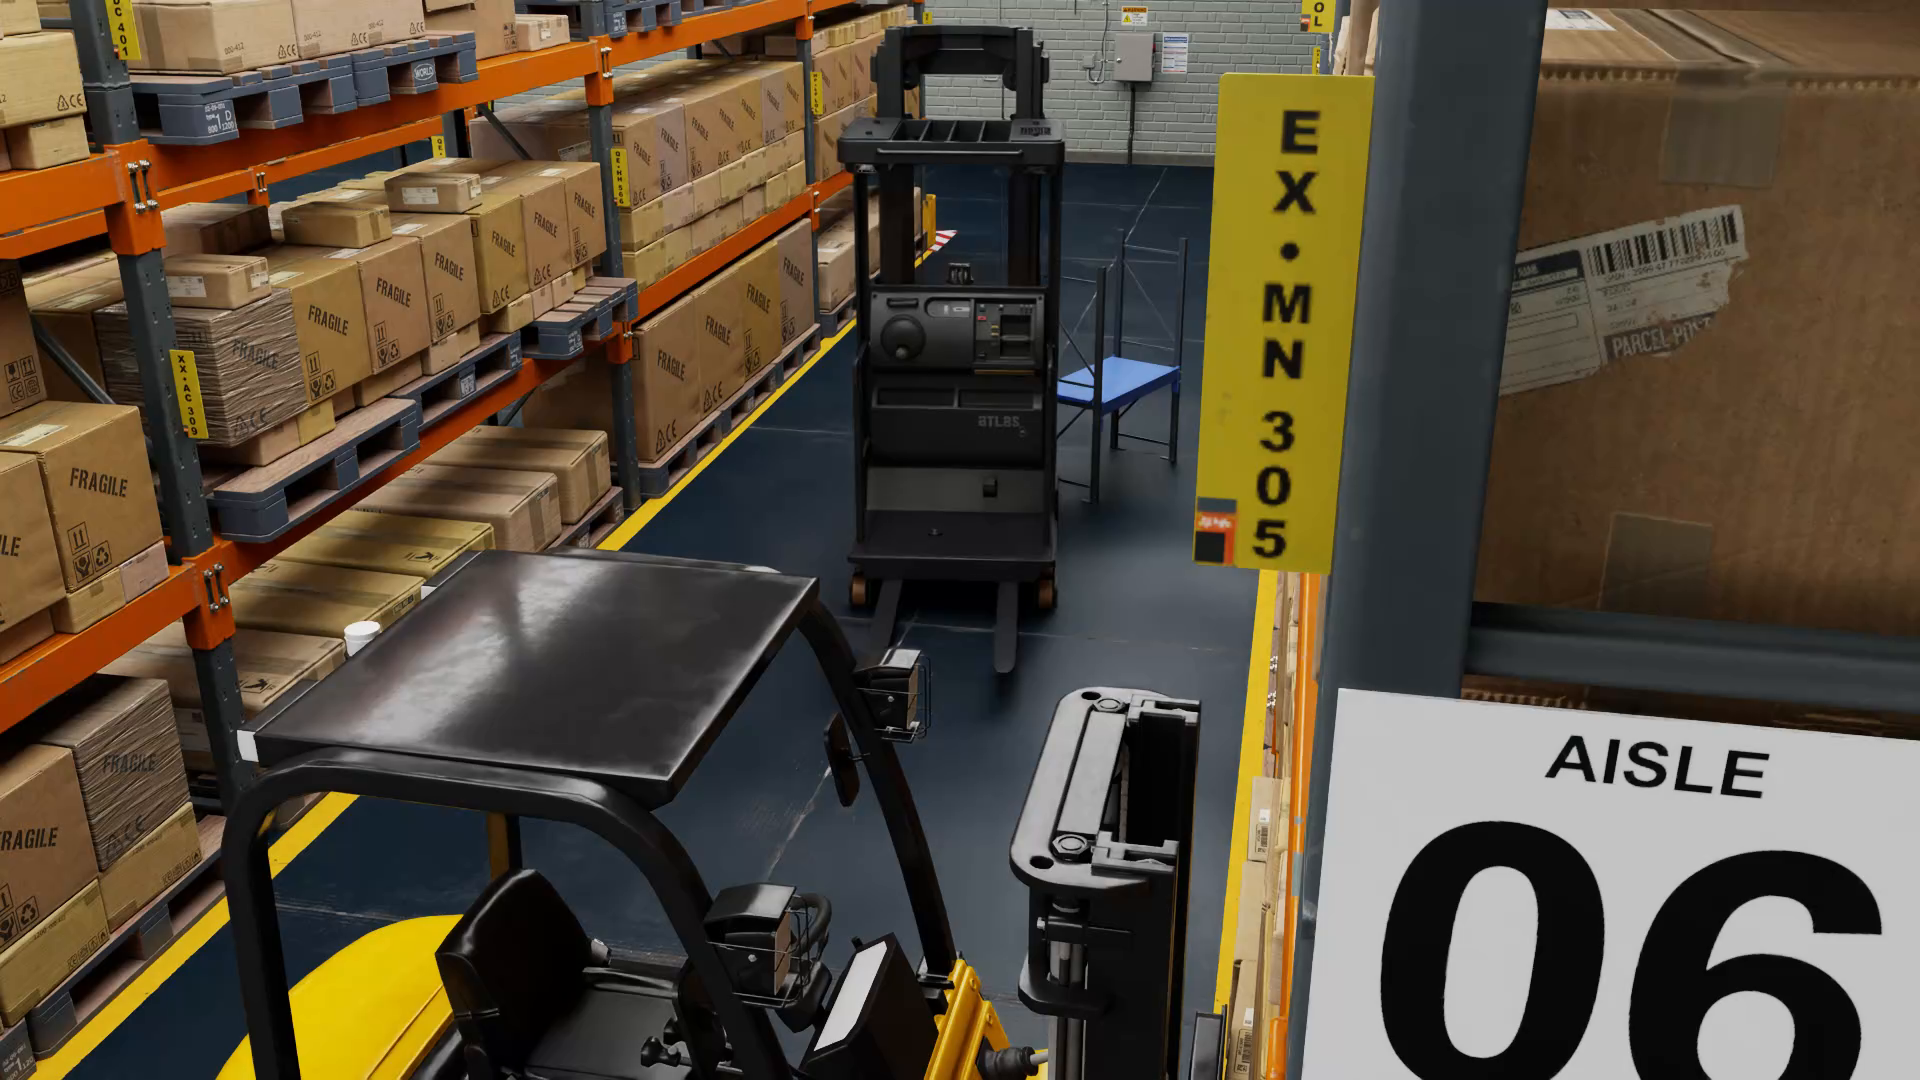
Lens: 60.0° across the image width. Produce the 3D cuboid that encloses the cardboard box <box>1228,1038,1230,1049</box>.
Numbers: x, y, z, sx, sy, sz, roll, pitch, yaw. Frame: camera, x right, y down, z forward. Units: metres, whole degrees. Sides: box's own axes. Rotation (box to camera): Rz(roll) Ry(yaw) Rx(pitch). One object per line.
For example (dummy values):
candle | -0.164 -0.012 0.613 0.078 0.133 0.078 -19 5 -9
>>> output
cardboard box | 0.937 1.587 4.348 0.500 0.250 0.500 4 22 10

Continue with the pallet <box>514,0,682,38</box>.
pallet | -2.411 -3.166 9.937 1.213 0.211 1.003 6 23 13

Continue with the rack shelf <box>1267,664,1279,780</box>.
rack shelf | 1.145 1.283 3.617 1.077 0.370 4.000 4 22 11

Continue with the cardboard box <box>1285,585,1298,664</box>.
cardboard box | 1.030 0.243 4.232 0.380 0.149 0.250 5 22 12

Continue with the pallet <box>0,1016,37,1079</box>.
pallet | -3.656 1.830 5.028 1.003 0.211 1.213 4 22 11

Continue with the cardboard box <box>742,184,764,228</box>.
cardboard box | -1.746 -2.463 12.155 0.500 0.250 0.500 4 22 9

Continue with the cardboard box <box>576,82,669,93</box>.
cardboard box | -2.327 -2.896 11.556 0.500 0.500 0.500 4 22 10

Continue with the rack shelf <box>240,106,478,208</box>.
rack shelf | -6.133 -3.824 16.295 1.077 0.370 4.000 4 22 11

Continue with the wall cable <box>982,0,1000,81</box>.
wall cable | 0.269 -7.098 22.061 0.585 1.953 0.123 4 22 11

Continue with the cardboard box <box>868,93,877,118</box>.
cardboard box | -1.003 -3.837 15.232 0.500 0.500 0.500 5 22 13

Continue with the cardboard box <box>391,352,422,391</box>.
cardboard box | -2.697 -0.797 7.592 0.380 0.149 0.250 5 22 11

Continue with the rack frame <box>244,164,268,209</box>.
rack frame | -6.541 -3.426 14.345 1.000 3.000 0.127 4 22 11

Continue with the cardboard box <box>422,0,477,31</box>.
cardboard box | -2.774 -2.502 7.897 0.797 0.503 0.637 4 22 11

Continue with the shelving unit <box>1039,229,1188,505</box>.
shelving unit | 0.949 -1.129 10.649 0.538 1.500 1.048 15 26 33

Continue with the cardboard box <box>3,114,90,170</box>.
cardboard box | -3.073 -1.296 5.377 0.380 0.149 0.250 5 22 11

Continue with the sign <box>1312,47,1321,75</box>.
sign | 3.470 -4.614 16.136 0.100 0.325 0.005 4 22 11

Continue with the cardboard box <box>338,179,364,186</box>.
cardboard box | -6.280 -3.679 17.431 0.380 0.149 0.250 4 22 11

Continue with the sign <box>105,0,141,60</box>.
sign | -2.774 -1.752 5.482 0.100 0.325 0.005 4 22 11

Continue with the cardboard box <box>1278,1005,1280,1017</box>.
cardboard box | 0.739 0.808 2.830 0.380 0.149 0.250 4 22 9

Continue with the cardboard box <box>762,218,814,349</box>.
cardboard box | -1.723 -2.062 13.240 0.875 0.875 0.875 5 23 13

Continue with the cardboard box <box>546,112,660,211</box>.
cardboard box | -2.151 -2.294 10.063 0.500 0.500 0.500 4 22 9

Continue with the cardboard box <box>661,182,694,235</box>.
cardboard box | -2.039 -2.140 10.684 0.500 0.250 0.500 5 22 12

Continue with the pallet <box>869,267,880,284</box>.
pallet | -1.196 -2.512 15.807 1.003 0.211 1.213 4 22 11

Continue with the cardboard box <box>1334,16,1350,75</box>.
cardboard box | 1.145 -1.088 3.948 0.500 0.311 0.500 5 22 12

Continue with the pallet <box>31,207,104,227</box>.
pallet | -6.994 -2.601 12.553 1.003 0.211 1.213 4 22 11

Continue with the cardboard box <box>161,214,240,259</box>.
cardboard box | -3.306 -1.279 7.051 0.380 0.149 0.250 4 22 9

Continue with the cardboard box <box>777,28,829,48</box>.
cardboard box | -1.309 -4.184 13.886 0.380 0.149 0.250 4 22 10

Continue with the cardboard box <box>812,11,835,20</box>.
cardboard box | -1.389 -4.865 15.578 0.380 0.149 0.250 5 22 11

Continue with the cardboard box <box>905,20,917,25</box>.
cardboard box | -0.724 -4.864 16.443 0.500 0.500 0.500 5 23 13

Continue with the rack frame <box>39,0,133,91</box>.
rack frame | -3.307 -2.942 5.114 1.000 3.000 0.127 4 22 11

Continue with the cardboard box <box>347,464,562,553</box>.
cardboard box | -2.759 -0.122 9.097 0.950 0.372 0.625 4 22 10

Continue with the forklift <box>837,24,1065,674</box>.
forklift | -0.024 -1.108 8.681 1.130 2.935 3.031 1 22 3

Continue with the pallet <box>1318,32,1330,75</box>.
pallet | 2.318 -2.294 7.773 1.213 0.211 1.003 6 23 13

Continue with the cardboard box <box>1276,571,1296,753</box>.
cardboard box | 1.207 0.313 4.926 0.500 0.500 0.500 4 22 9

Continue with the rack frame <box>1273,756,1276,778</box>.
rack frame | 1.553 0.217 5.299 1.000 3.000 0.127 4 22 11

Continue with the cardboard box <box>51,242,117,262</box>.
cardboard box | -6.658 -2.136 12.922 0.500 0.250 0.500 3 22 9

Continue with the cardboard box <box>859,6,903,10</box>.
cardboard box | -0.764 -5.118 16.206 0.380 0.149 0.250 5 22 12

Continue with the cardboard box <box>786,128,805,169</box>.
cardboard box | -1.527 -3.068 12.988 0.500 0.250 0.500 4 22 11

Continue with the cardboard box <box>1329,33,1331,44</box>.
cardboard box | 1.619 -1.938 6.058 0.500 0.311 0.500 4 22 9

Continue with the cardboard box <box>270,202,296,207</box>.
cardboard box | -6.529 -3.207 16.258 0.380 0.149 0.250 4 22 9

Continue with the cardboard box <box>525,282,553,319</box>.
cardboard box | -2.378 -1.272 8.772 0.380 0.149 0.250 3 22 8

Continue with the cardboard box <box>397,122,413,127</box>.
cardboard box | -5.751 -4.261 16.755 0.380 0.149 0.250 3 22 9

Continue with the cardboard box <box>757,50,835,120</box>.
cardboard box | -1.340 -3.751 13.680 0.500 0.500 0.500 5 22 11

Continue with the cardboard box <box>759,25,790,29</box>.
cardboard box | -1.669 -4.306 14.189 0.380 0.149 0.250 4 22 10

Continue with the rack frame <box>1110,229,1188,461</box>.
rack frame | 1.244 -1.283 11.033 0.500 1.500 0.032 15 26 33

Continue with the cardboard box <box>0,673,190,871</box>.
cardboard box | -3.165 0.810 5.942 0.500 0.500 0.500 4 22 10

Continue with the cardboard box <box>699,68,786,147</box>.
cardboard box | -1.618 -3.223 12.369 0.500 0.500 0.500 5 22 12

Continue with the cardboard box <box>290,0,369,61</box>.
cardboard box | -2.693 -2.045 6.539 0.500 0.250 0.500 4 22 10

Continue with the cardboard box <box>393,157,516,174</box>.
cardboard box | -2.809 -1.855 9.350 0.500 0.500 0.500 4 22 9

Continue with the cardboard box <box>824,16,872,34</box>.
cardboard box | -1.014 -4.647 15.037 0.380 0.149 0.250 5 23 13

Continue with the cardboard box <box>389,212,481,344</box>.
cardboard box | -2.621 -1.240 7.823 0.500 0.500 0.500 4 22 9

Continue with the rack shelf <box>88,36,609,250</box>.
rack shelf | -2.899 -1.949 7.625 1.077 0.370 4.000 4 22 11

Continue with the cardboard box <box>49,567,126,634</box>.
cardboard box | -3.118 0.189 5.704 0.380 0.149 0.250 5 22 12

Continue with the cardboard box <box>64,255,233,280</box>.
cardboard box | -3.338 -0.907 6.995 0.500 0.500 0.500 5 22 11
